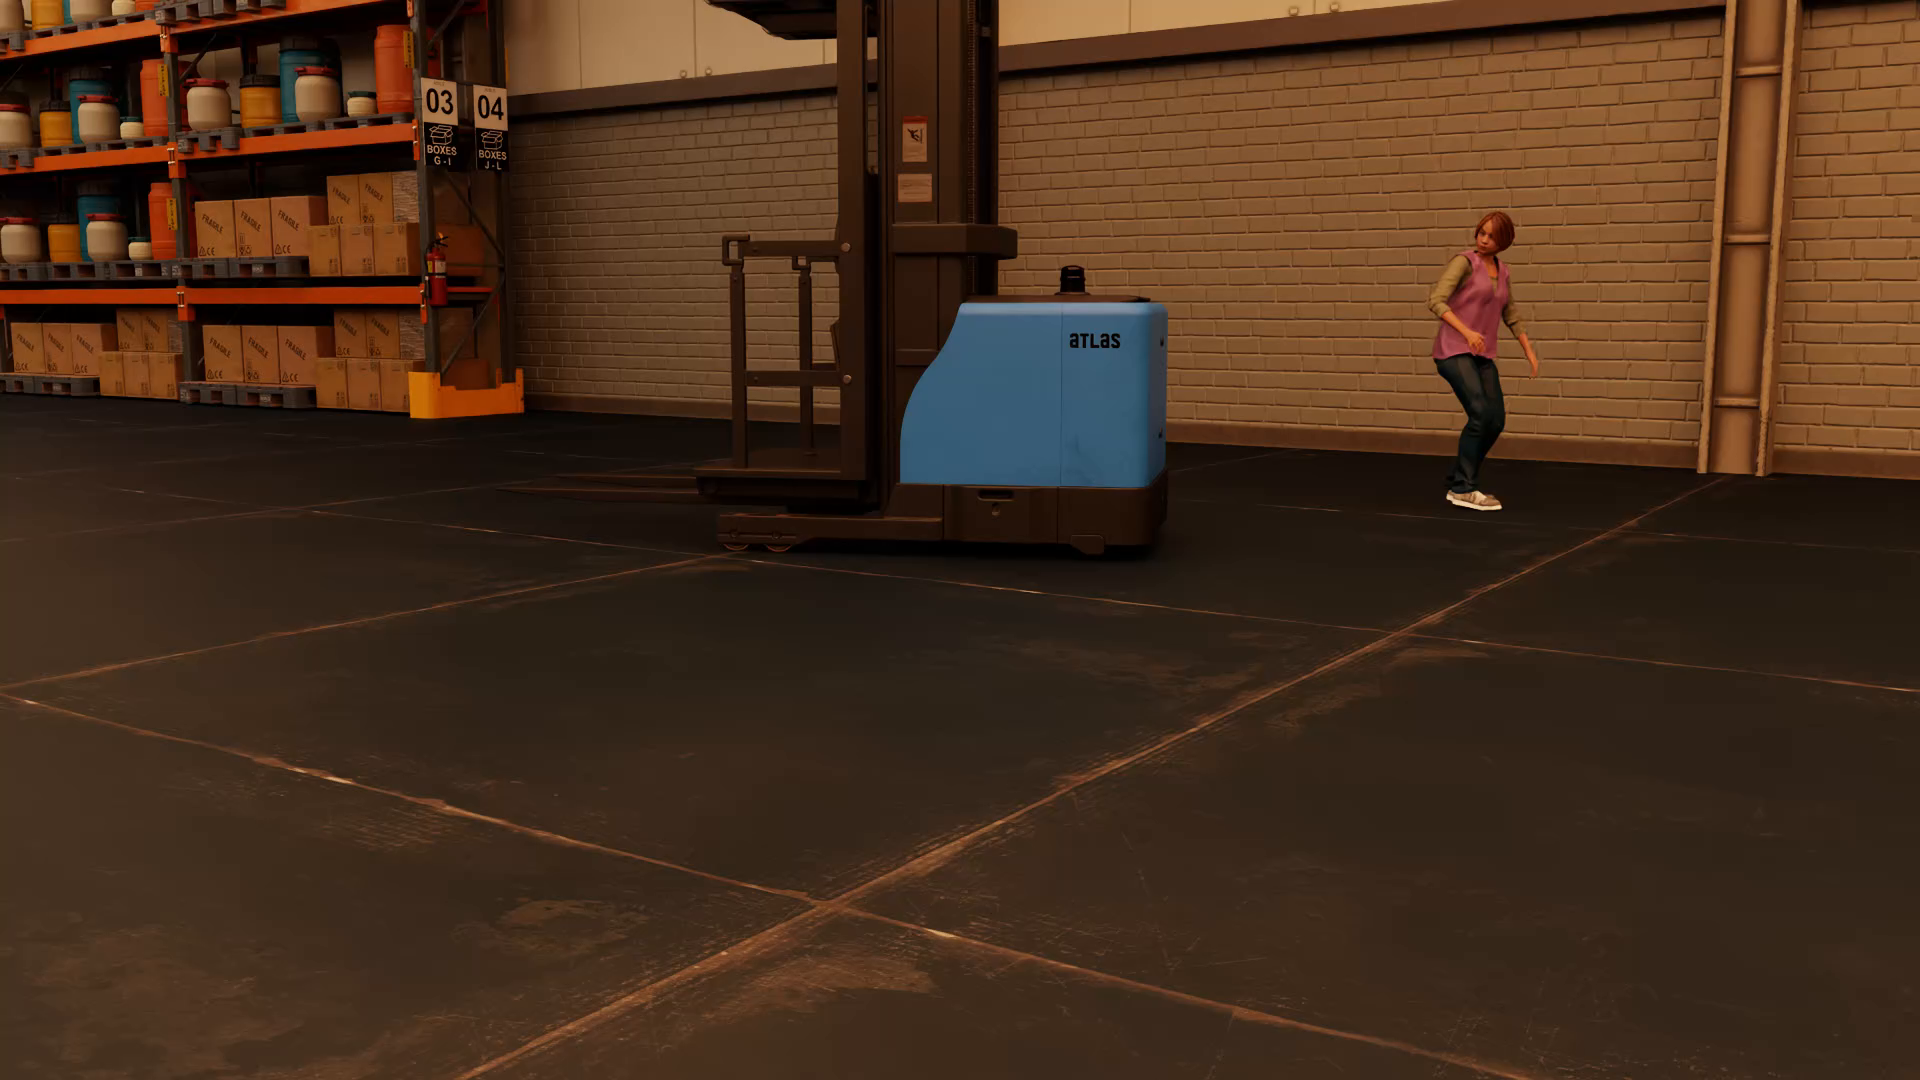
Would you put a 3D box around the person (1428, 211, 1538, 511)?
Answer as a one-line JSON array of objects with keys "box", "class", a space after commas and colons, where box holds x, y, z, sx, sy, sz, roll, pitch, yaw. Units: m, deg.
[{"box": [2.756, -0.939, 8.766, 0.632, 1.554, 0.449, -6, 10, -38], "class": "person"}]

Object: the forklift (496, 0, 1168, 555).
[{"box": [-0.596, -1.469, 7.520, 3.031, 2.935, 1.130, 2, 8, 12], "class": "forklift"}]
